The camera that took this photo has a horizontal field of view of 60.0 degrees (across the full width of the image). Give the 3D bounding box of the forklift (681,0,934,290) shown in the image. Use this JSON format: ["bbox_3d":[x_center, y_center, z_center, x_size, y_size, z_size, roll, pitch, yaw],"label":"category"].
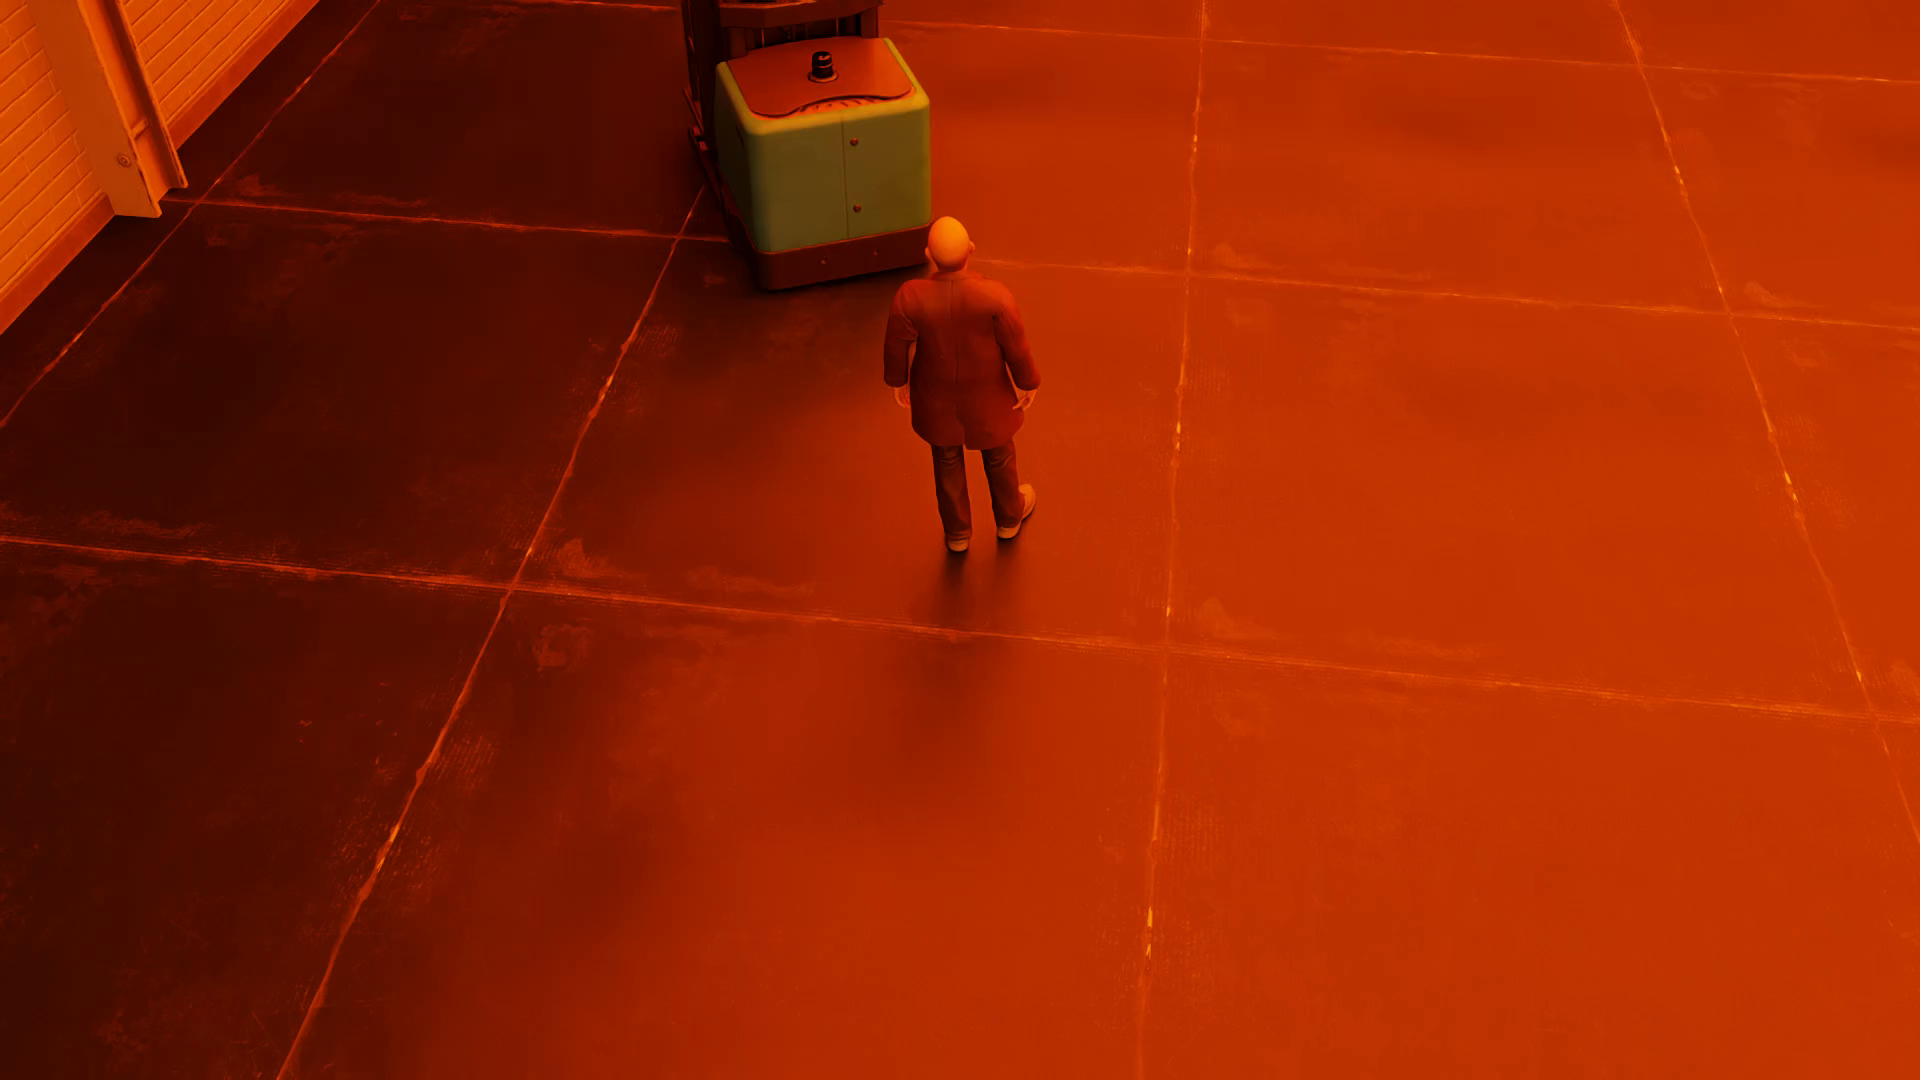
[{"bbox_3d":[-1.090,-3.489,9.523,1.130,2.935,3.031,-13,44,-13],"label":"forklift"}]

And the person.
[{"bbox_3d":[0.017,-0.720,7.350,0.696,1.776,0.582,5,43,6],"label":"person"}]
